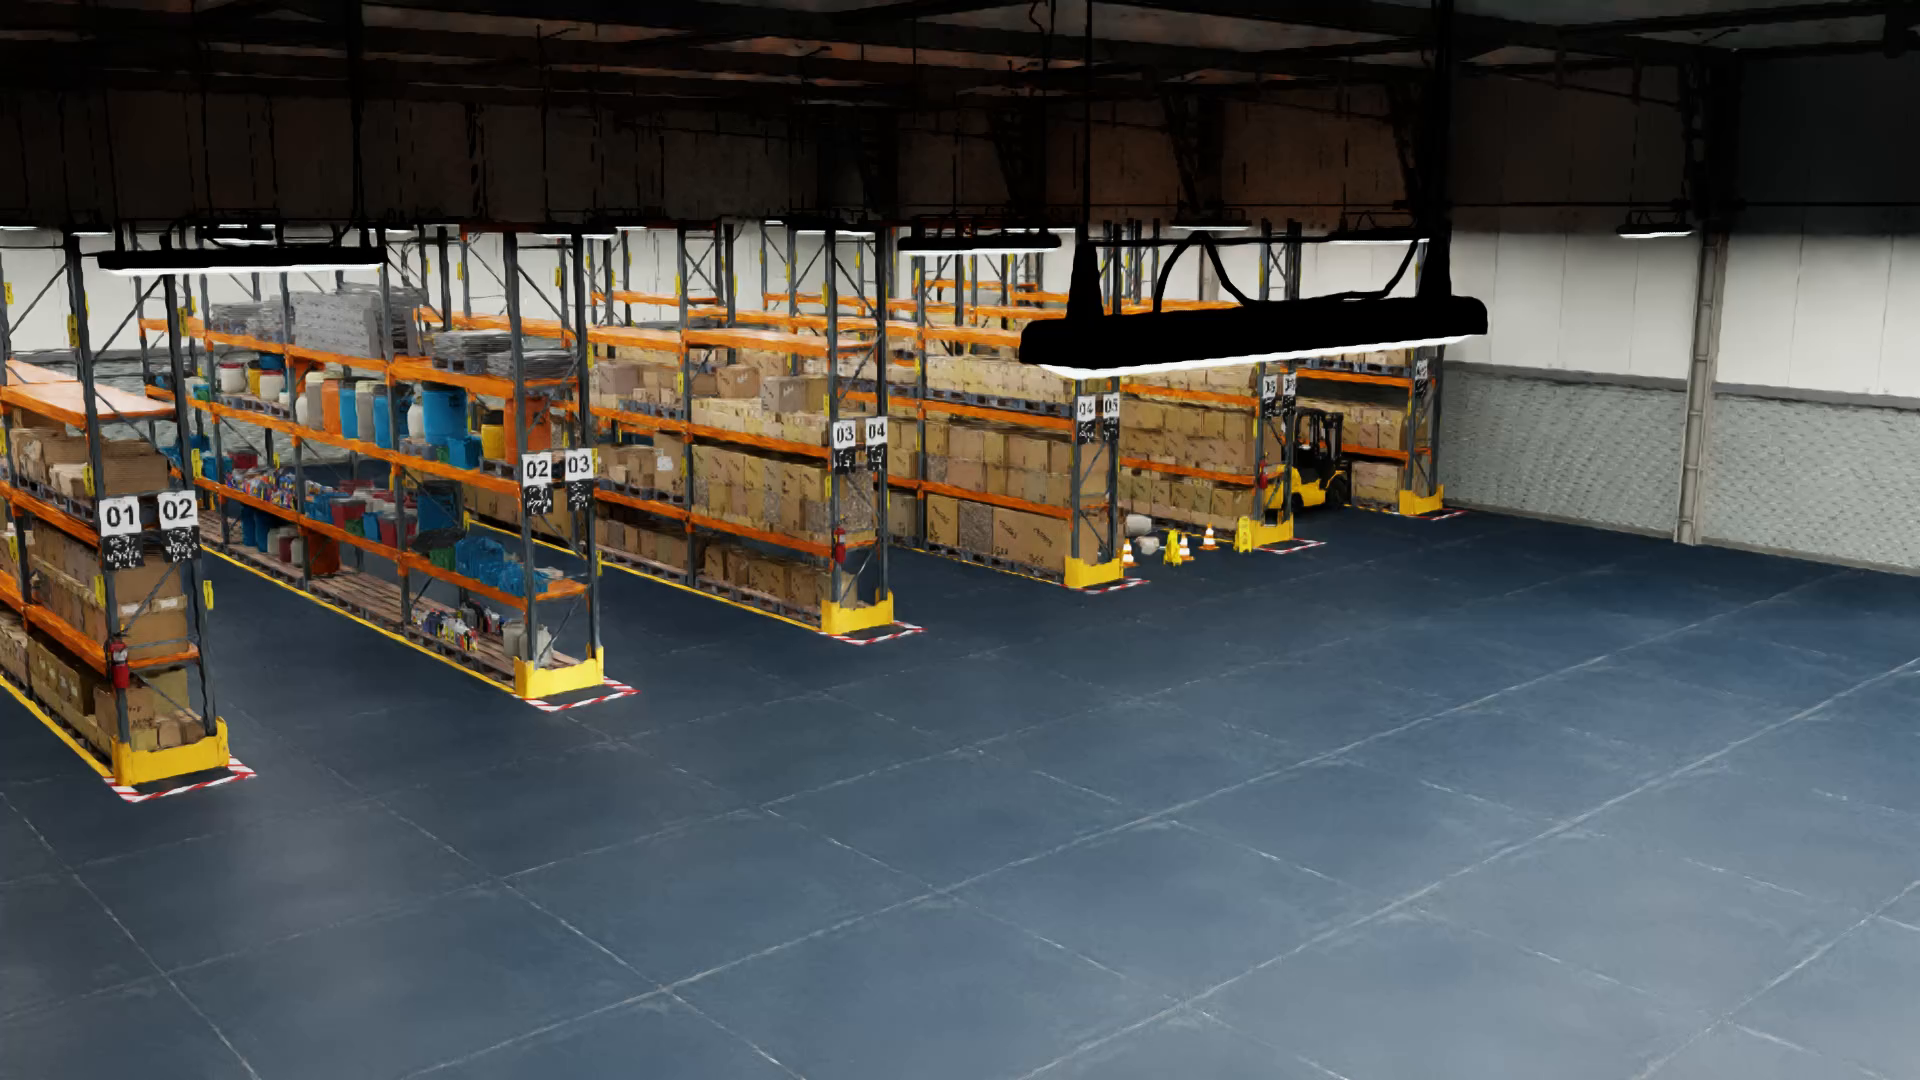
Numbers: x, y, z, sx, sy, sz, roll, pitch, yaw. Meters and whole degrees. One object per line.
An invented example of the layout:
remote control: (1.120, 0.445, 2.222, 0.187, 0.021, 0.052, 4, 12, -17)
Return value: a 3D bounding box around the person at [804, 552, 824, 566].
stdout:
person: (-2.433, -0.119, 28.138, 0.545, 1.680, 0.443, 6, 13, 26)
